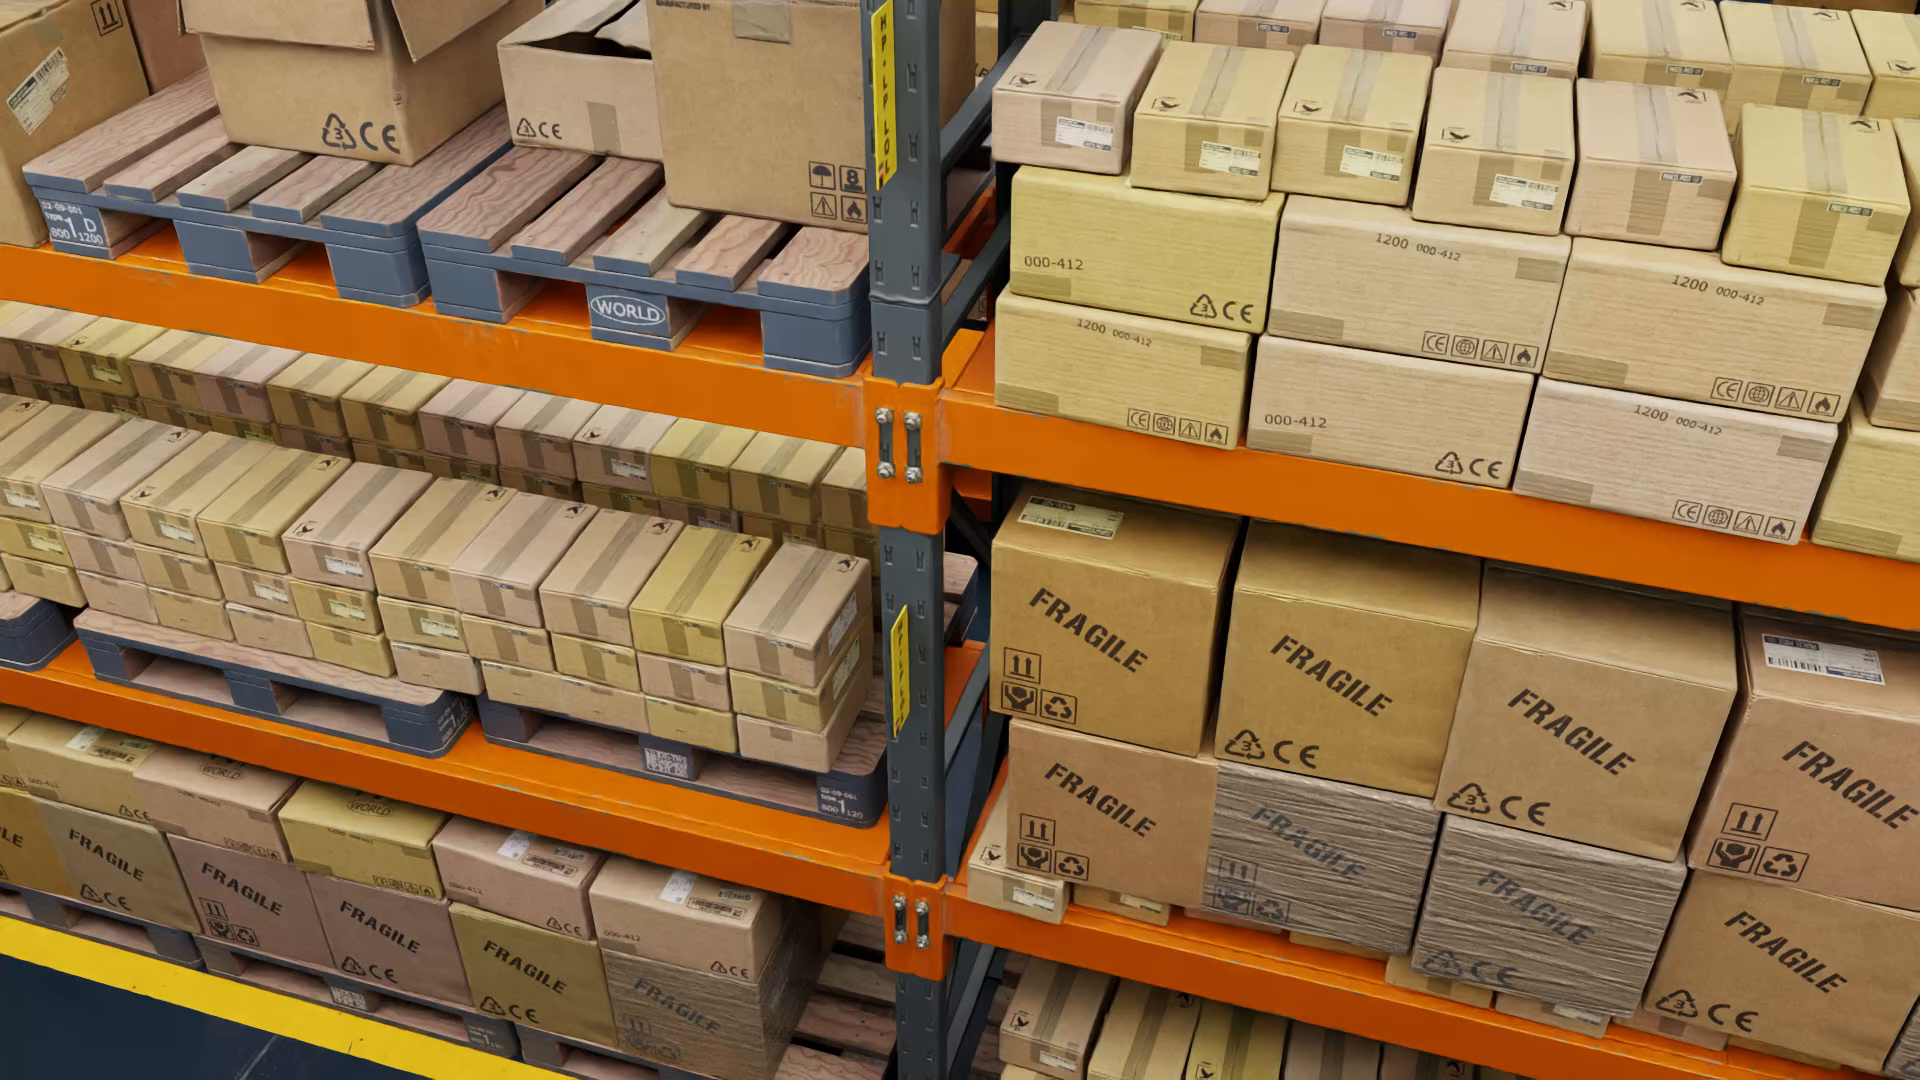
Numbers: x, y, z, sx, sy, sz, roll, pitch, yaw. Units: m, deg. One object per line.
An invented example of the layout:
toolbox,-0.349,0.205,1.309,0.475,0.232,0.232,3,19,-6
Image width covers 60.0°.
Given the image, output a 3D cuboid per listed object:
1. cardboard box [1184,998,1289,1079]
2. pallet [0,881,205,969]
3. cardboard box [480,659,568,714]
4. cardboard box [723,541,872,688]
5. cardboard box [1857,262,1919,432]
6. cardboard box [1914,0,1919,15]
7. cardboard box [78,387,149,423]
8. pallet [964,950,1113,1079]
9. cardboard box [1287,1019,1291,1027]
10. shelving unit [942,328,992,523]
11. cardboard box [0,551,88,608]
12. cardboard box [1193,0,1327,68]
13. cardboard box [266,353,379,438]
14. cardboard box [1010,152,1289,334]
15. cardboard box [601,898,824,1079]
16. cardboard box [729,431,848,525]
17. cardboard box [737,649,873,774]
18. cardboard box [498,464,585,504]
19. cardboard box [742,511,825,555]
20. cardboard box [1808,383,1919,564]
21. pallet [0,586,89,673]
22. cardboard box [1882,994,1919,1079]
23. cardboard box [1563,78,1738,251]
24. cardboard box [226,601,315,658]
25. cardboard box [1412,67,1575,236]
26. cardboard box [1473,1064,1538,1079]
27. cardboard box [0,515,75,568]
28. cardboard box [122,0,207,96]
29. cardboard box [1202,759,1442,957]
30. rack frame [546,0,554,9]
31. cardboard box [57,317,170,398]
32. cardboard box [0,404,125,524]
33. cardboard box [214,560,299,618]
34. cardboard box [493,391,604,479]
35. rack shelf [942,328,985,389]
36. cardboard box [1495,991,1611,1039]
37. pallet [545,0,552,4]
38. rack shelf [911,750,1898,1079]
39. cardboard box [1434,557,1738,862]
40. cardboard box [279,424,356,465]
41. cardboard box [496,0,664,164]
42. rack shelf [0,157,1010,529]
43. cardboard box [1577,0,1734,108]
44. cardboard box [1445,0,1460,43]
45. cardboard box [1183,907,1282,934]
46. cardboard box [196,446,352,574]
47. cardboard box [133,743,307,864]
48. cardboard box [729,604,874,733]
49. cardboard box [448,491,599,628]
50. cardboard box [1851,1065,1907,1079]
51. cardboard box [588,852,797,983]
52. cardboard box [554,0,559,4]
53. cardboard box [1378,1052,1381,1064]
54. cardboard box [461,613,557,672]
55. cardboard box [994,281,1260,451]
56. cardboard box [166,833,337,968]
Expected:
cardboard box,0.794,1.473,4.767,0.250,0.149,0.380,10,38,13
pallet,-3.047,1.011,6.198,1.213,0.211,1.003,10,38,14
cardboard box,-1.137,0.295,4.676,0.250,0.149,0.380,9,37,12
cardboard box,-0.416,0.188,4.319,0.250,0.149,0.380,12,38,16
cardboard box,1.873,-0.401,2.938,0.500,0.250,0.500,9,37,12
cardboard box,4.564,-2.312,7.604,0.500,0.500,0.500,10,37,13
cardboard box,-2.678,-0.517,5.529,0.250,0.149,0.380,11,38,15
pallet,0.677,1.678,5.292,1.213,0.211,1.003,10,38,14
cardboard box,1.154,1.369,5.159,0.250,0.149,0.380,11,38,14
shelving unit,0.006,-0.452,7.415,1.048,1.125,0.538,10,38,14
cardboard box,-2.654,0.017,5.055,0.250,0.149,0.380,12,38,16
cardboard box,0.661,-1.111,3.567,0.250,0.149,0.380,11,38,15
cardboard box,-1.954,-0.501,5.256,0.250,0.149,0.380,12,38,16
cardboard box,0.413,-0.672,3.306,0.500,0.250,0.500,12,38,15
cardboard box,-0.756,1.306,5.200,0.500,0.500,0.500,10,37,13
cardboard box,-0.481,-0.227,4.883,0.250,0.149,0.380,12,38,15
cardboard box,-0.413,0.430,4.492,0.250,0.149,0.380,10,37,13
cardboard box,-1.214,-0.243,5.157,0.250,0.149,0.380,12,38,16
cardboard box,-0.461,-0.106,4.970,0.250,0.149,0.380,10,37,13
cardboard box,1.859,-0.179,3.059,0.500,0.250,0.500,12,38,16
pallet,-3.080,-0.108,5.528,1.003,0.211,1.213,10,38,14
cardboard box,2.361,0.891,3.673,0.500,0.500,0.500,11,38,14
cardboard box,1.225,-0.680,2.981,0.250,0.149,0.380,9,37,12
cardboard box,-1.911,0.155,4.867,0.250,0.149,0.380,9,37,12
cardboard box,0.972,-0.714,3.027,0.250,0.149,0.380,9,37,13
cardboard box,1.553,1.599,4.596,0.250,0.149,0.380,9,37,12
cardboard box,-2.635,-0.103,4.966,0.250,0.149,0.380,11,38,14
cardboard box,-2.214,-1.370,4.466,0.500,0.500,0.500,10,38,14
cardboard box,0.898,0.610,4.056,0.500,0.500,0.500,10,38,14
rack frame,-2.217,-3.039,9.349,0.127,3.000,1.000,10,38,14
cardboard box,-2.699,-0.639,5.443,0.250,0.149,0.380,12,38,15
cardboard box,-2.666,-0.228,4.885,0.250,0.149,0.380,9,37,12
cardboard box,-1.903,0.033,4.781,0.250,0.149,0.380,12,38,16
cardboard box,-1.207,-0.364,5.070,0.250,0.149,0.380,10,38,14
rack shelf,0.006,-0.688,7.241,1.000,0.278,0.538,10,38,14
cardboard box,1.470,0.998,4.075,0.250,0.149,0.380,12,38,16
pallet,-2.929,-3.027,9.495,1.003,0.211,1.213,10,38,14
rack shelf,1.935,1.100,4.332,4.000,0.370,1.077,10,38,14
cardboard box,1.355,0.301,3.632,0.500,0.500,0.500,11,38,15
cardboard box,-1.953,-0.382,5.345,0.250,0.149,0.380,11,38,15
cardboard box,-0.752,-1.159,3.985,0.500,0.311,0.500,10,38,13
rack shelf,-1.883,-0.815,4.404,4.000,0.370,1.077,10,38,14
cardboard box,1.403,-0.973,3.379,0.250,0.149,0.380,9,37,12
cardboard box,2.450,-2.373,7.686,0.500,0.500,0.500,10,38,14
cardboard box,0.737,0.814,4.326,0.250,0.149,0.380,9,37,12
cardboard box,-1.917,-0.089,4.696,0.250,0.149,0.380,10,38,13
cardboard box,-2.254,0.728,5.352,0.500,0.250,0.500,11,38,14
cardboard box,-0.413,0.310,4.405,0.250,0.149,0.380,12,38,15
cardboard box,-1.169,0.048,4.510,0.250,0.149,0.380,10,38,14
cardboard box,2.245,1.089,3.951,0.250,0.149,0.380,9,37,12
cardboard box,-0.761,1.003,4.978,0.500,0.250,0.500,10,37,13
cardboard box,-1.834,-2.839,8.993,0.500,0.500,0.500,12,38,15
cardboard box,1.211,1.531,5.190,0.250,0.149,0.380,10,37,13
cardboard box,-1.163,0.173,4.591,0.250,0.149,0.380,9,37,12
cardboard box,0.389,-0.460,3.441,0.500,0.250,0.500,12,38,16
cardboard box,-2.221,1.031,5.573,0.500,0.500,0.500,10,37,13
